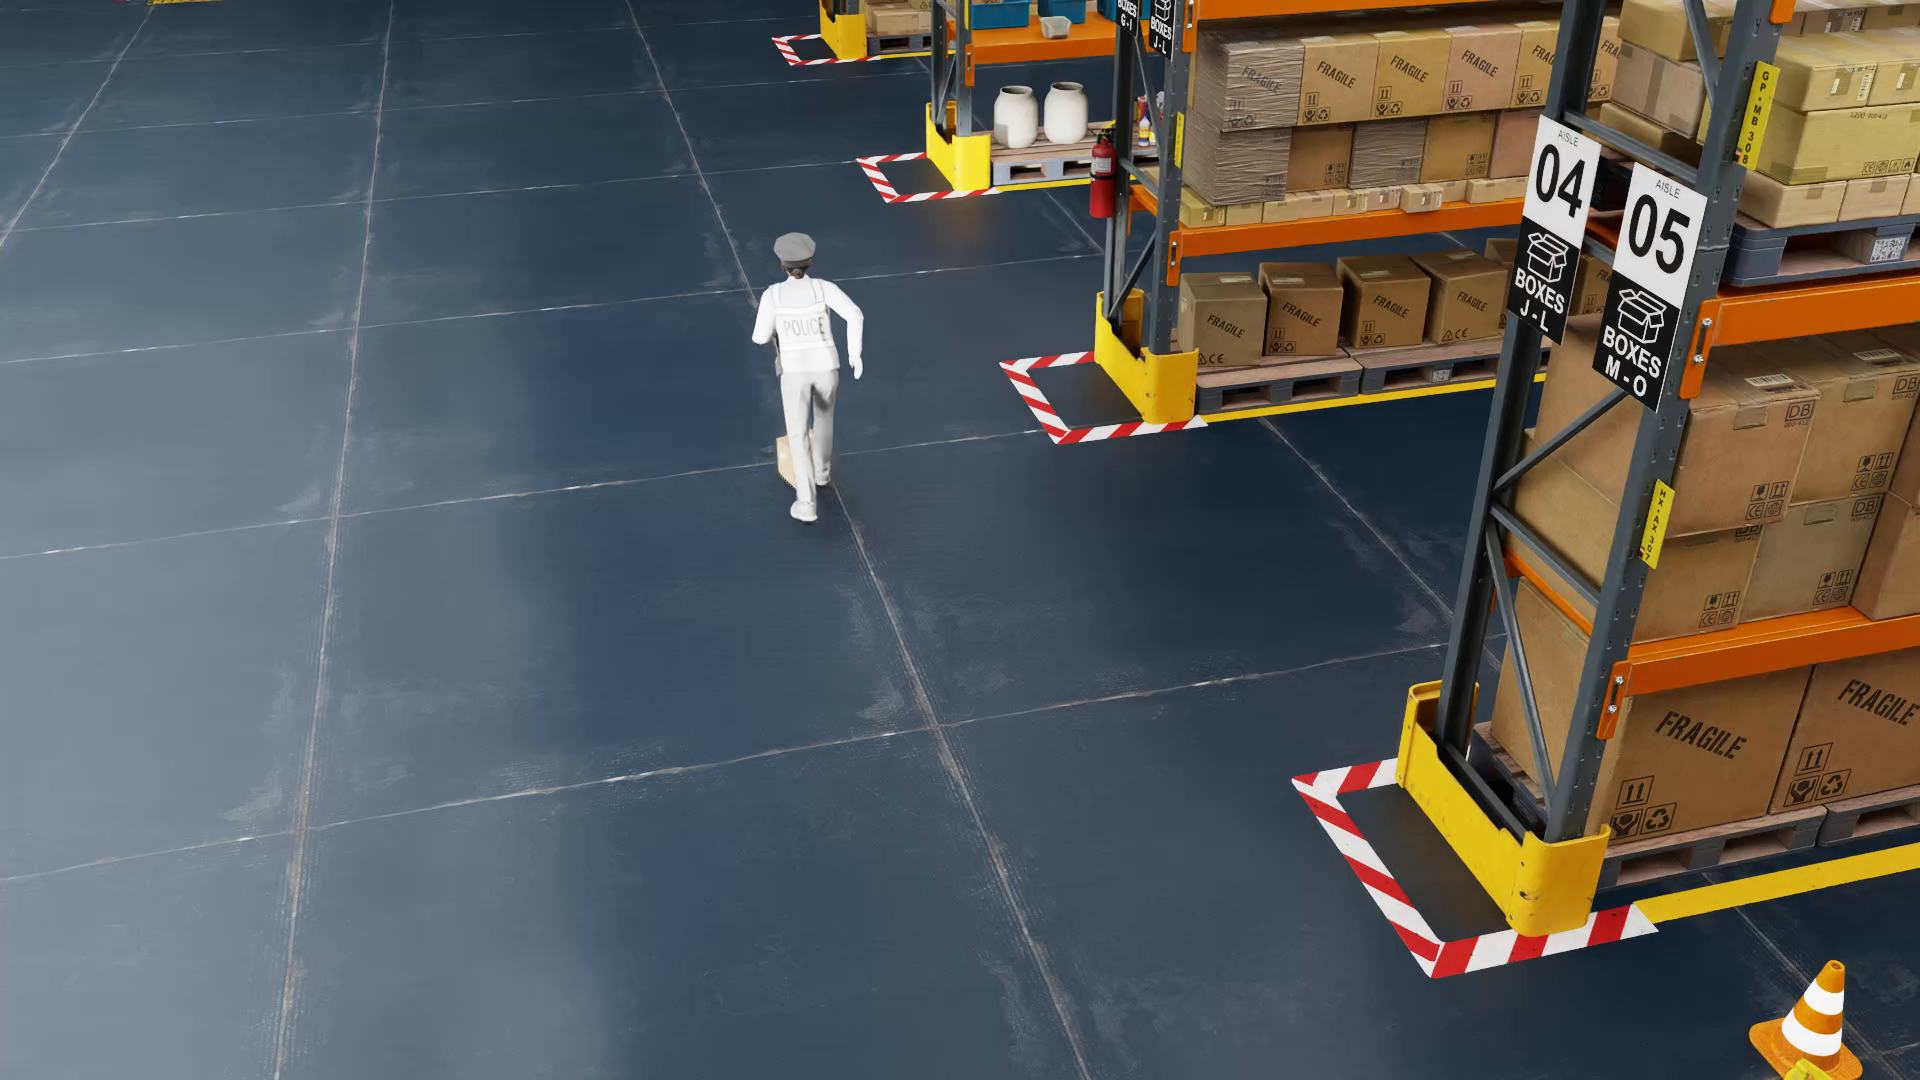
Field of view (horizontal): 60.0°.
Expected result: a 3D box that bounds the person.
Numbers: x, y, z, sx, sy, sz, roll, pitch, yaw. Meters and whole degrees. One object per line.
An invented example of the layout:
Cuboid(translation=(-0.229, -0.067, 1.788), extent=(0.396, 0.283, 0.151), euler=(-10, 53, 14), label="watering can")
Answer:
Cuboid(translation=(-0.894, -0.970, 9.933), extent=(0.606, 1.619, 0.909), euler=(-10, 32, -16), label="person")
